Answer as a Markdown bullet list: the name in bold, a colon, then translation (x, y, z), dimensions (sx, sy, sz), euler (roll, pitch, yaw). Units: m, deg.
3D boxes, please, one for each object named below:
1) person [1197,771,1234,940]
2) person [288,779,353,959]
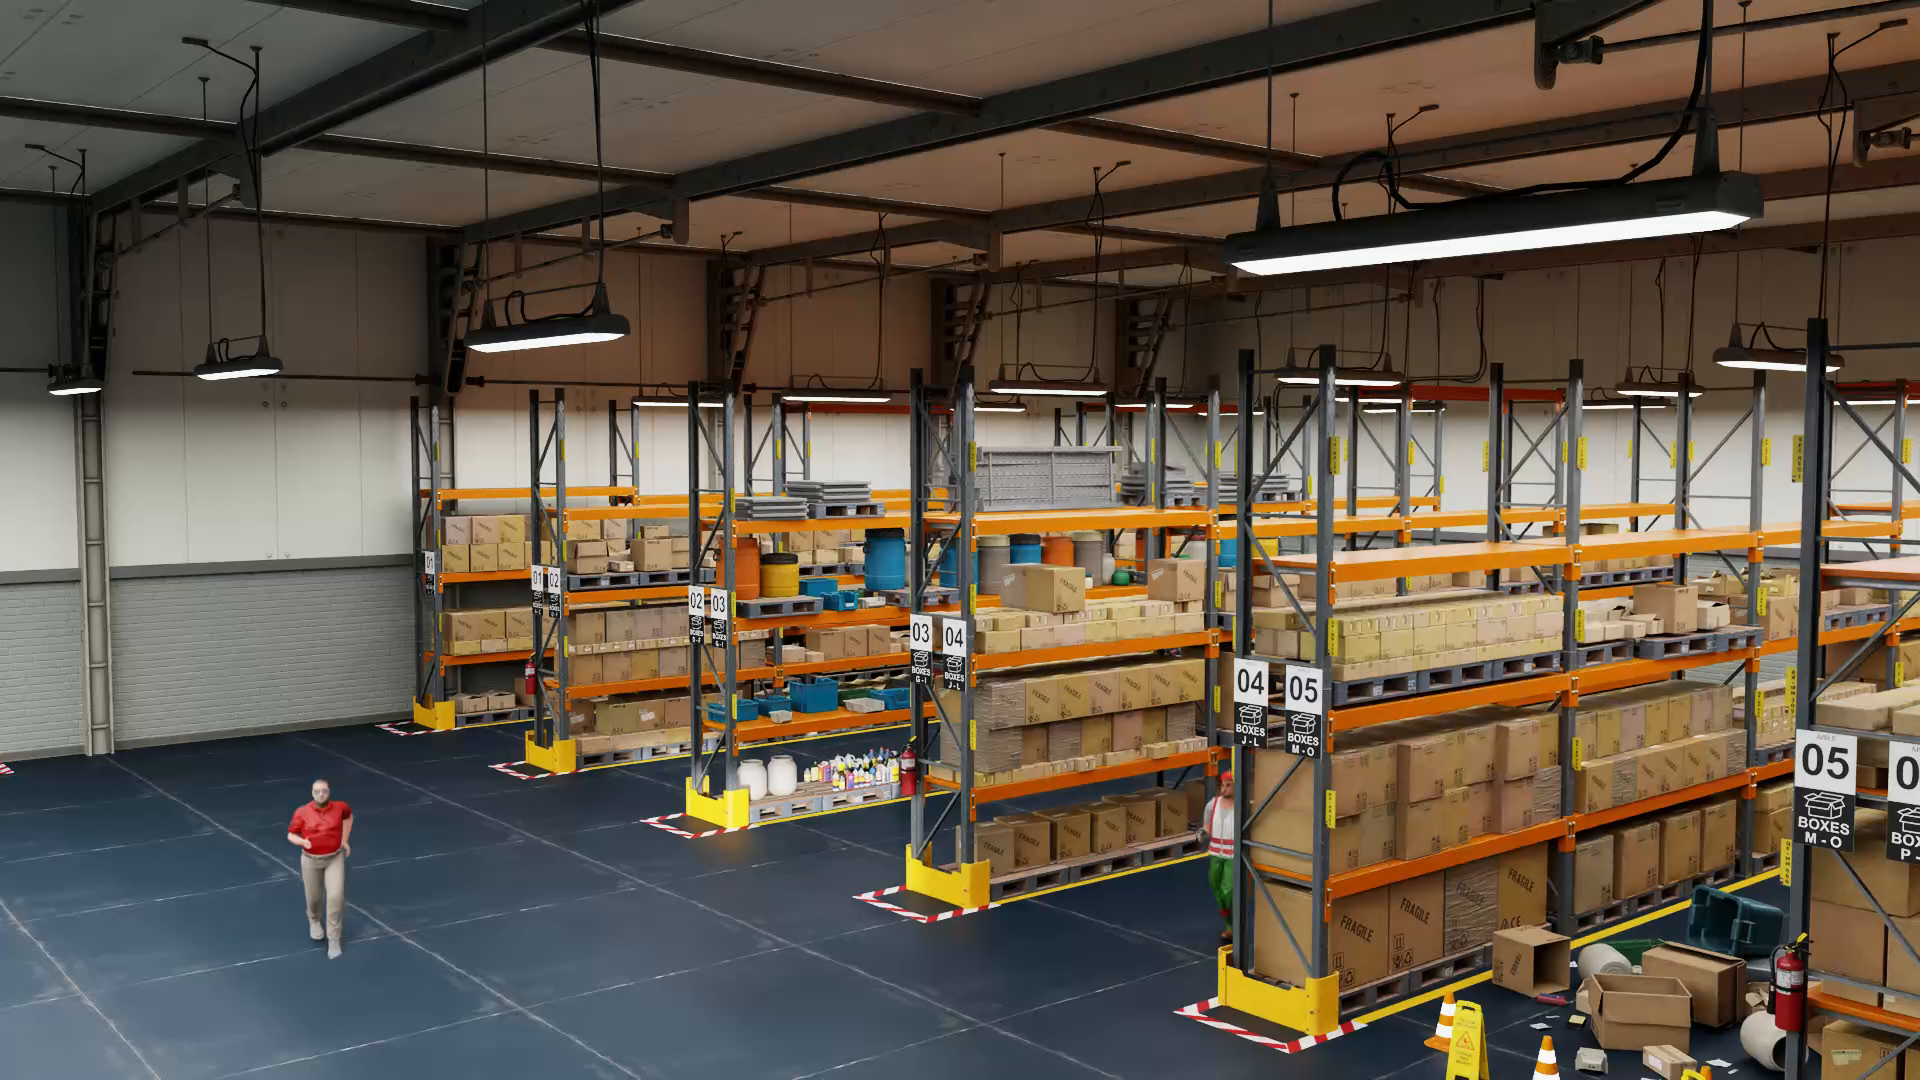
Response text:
- **person**: translation (2.736, 3.265, 17.092), dimensions (0.639, 1.756, 0.609), euler (2, 4, 36)
- **person**: translation (-6.513, 3.308, 16.967), dimensions (0.625, 1.766, 0.911), euler (-1, 4, -22)
